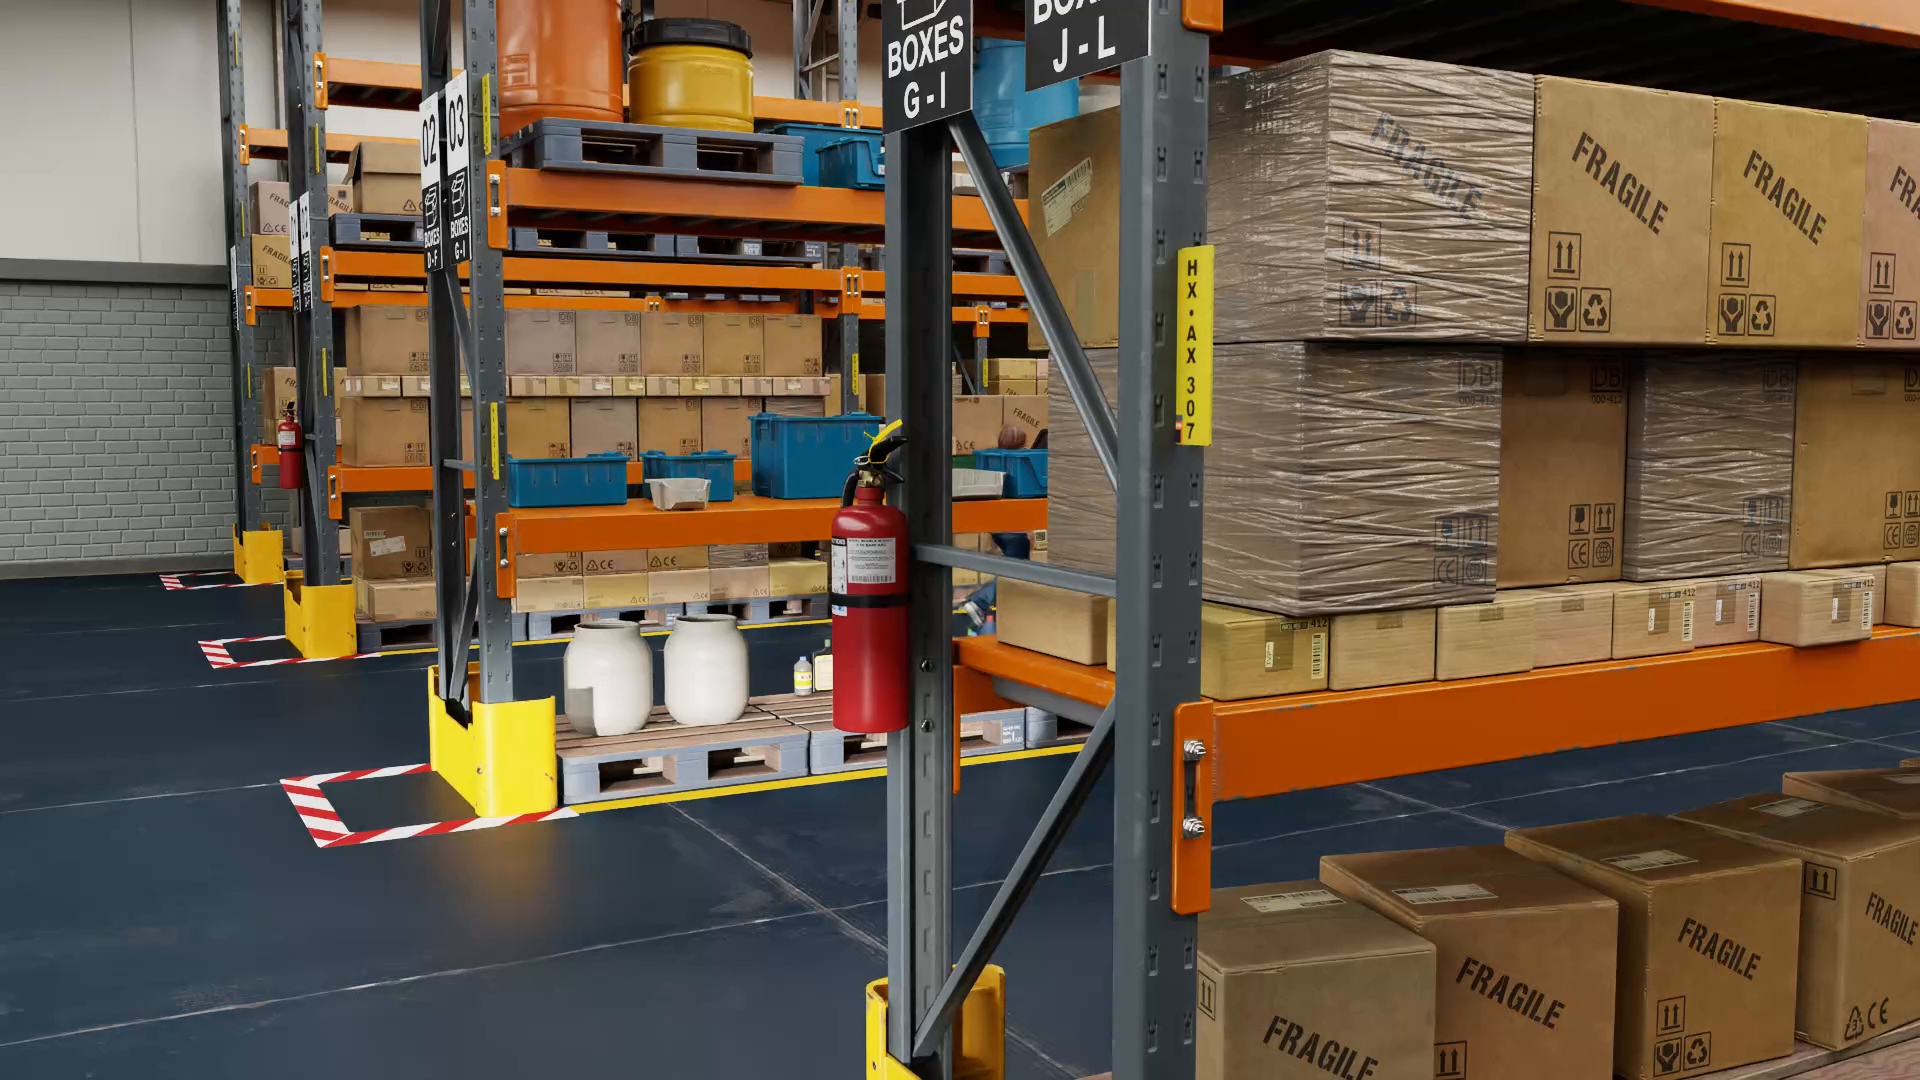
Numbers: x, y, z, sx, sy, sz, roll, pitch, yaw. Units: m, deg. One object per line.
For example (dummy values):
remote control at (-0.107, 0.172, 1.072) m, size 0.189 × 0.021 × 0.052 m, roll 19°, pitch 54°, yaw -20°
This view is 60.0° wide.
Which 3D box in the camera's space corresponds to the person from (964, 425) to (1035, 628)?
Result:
person at (0.330, -0.060, 12.244) m, size 0.770 × 1.569 × 0.426 m, roll -4°, pitch 6°, yaw -35°
